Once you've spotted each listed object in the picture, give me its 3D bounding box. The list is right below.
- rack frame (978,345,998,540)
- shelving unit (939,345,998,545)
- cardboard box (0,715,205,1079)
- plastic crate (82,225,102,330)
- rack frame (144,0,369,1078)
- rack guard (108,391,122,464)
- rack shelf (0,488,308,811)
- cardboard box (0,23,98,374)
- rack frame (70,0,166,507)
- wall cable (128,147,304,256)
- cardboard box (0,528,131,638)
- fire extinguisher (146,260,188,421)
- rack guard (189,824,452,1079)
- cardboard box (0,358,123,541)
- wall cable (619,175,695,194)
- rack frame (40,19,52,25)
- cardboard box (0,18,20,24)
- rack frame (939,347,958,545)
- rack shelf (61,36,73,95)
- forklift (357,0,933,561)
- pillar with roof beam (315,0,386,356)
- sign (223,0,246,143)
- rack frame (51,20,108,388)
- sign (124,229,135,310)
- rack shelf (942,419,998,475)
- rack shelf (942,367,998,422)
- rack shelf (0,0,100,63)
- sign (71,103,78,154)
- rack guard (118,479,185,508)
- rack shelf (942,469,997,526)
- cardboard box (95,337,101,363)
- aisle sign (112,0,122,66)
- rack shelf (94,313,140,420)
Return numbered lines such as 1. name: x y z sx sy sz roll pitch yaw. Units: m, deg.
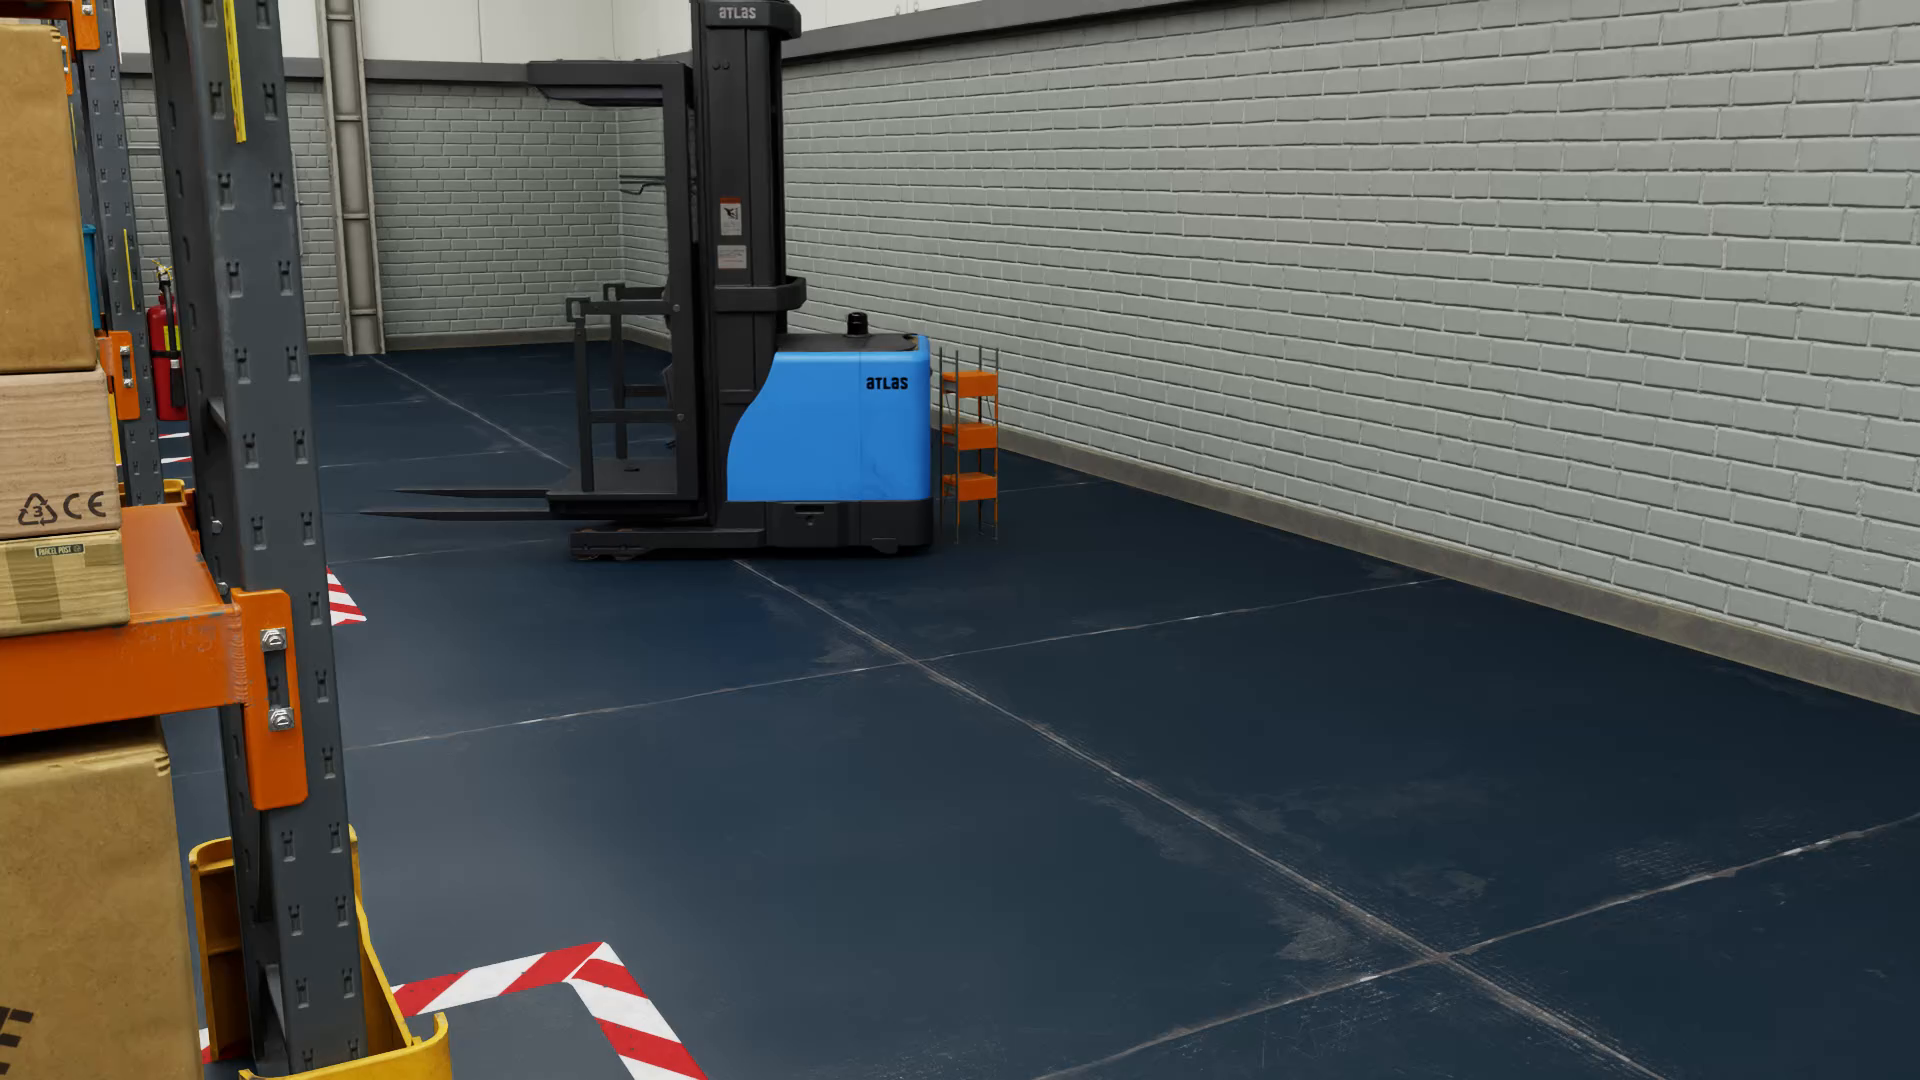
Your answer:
1. rack frame: 0.154 -0.531 9.076 0.008 1.050 0.200 -7 14 -28
2. shelving unit: 0.047 -0.518 9.019 0.252 1.050 0.215 -7 14 -28
3. cardboard box: -1.864 0.726 2.935 0.875 0.875 0.875 -7 14 -28
4. plastic crate: -3.918 -1.118 7.029 0.499 0.435 0.616 -7 14 -28
5. rack frame: -1.340 -0.189 3.115 0.127 3.000 1.000 -7 14 -28
6. rack guard: -6.150 -0.871 11.839 0.348 0.500 1.175 -7 14 -28
7. rack shelf: -3.096 0.373 2.259 4.000 0.370 1.077 -7 14 -28
8. cardboard box: -1.642 -0.524 2.564 0.500 0.500 0.500 -7 14 -27
9. rack frame: -3.714 -1.143 7.356 0.127 3.000 1.000 -7 14 -28
10. wall cable: -7.790 -3.865 17.137 1.851 1.984 0.084 -7 14 -28
11. cardboard box: -1.495 0.035 2.694 0.250 0.149 0.380 -7 14 -27
12. fire extinguisher: -3.363 -0.852 7.087 0.183 0.674 0.296 -7 14 -28
13. rack guard: -1.319 1.028 3.401 0.348 0.500 1.175 -7 14 -28
14. cardboard box: -1.639 -0.158 2.645 0.500 0.250 0.500 -7 15 -29
15. wall cable: -3.325 -4.990 17.860 0.112 2.526 3.097 -7 14 -28
16. rack frame: -8.460 -5.979 15.181 0.127 3.000 1.000 -7 14 -28
17. cardboard box: -6.408 -3.383 10.821 0.500 0.250 0.500 -7 14 -28
18. rack frame: -0.060 -0.505 8.962 0.008 1.050 0.200 -7 14 -28
19. rack shelf: -7.839 -3.000 10.415 4.000 0.370 1.077 -7 14 -28
20. forklift: -1.664 -1.438 8.824 3.031 2.935 1.130 0 13 -1
21. pillar with roof beam: -4.442 -5.600 13.498 0.400 9.000 9.100 -7 14 -28
22. sign: -1.093 -0.763 2.491 0.005 0.325 0.100 -7 14 -28
23. rack frame: -6.084 -2.098 11.600 0.127 3.000 1.000 -7 14 -28
24. sign: -3.436 -1.118 6.875 0.005 0.325 0.100 -7 14 -28
25. rack shelf: 0.047 -0.507 9.021 0.240 0.259 0.215 -7 14 -28
26. rack shelf: 0.047 -0.784 8.959 0.240 0.259 0.215 -7 14 -28
27. rack shelf: -5.469 -2.045 6.171 4.000 0.370 1.077 -7 14 -28
28. sign: -5.835 -2.708 10.953 0.005 0.325 0.100 -7 14 -28
29. rack guard: -3.699 0.071 7.653 0.348 0.500 1.175 -7 14 -28
30. rack shelf: 0.047 -0.236 9.082 0.240 0.259 0.215 -7 14 -28
31. cardboard box: -1.891 -0.262 3.106 0.500 0.250 0.500 -7 15 -29
32. aisle sign: -3.510 -2.362 6.854 0.004 0.787 0.394 -7 14 -28
33. rack shelf: -5.469 -0.582 6.500 4.000 0.370 1.077 -7 14 -28
